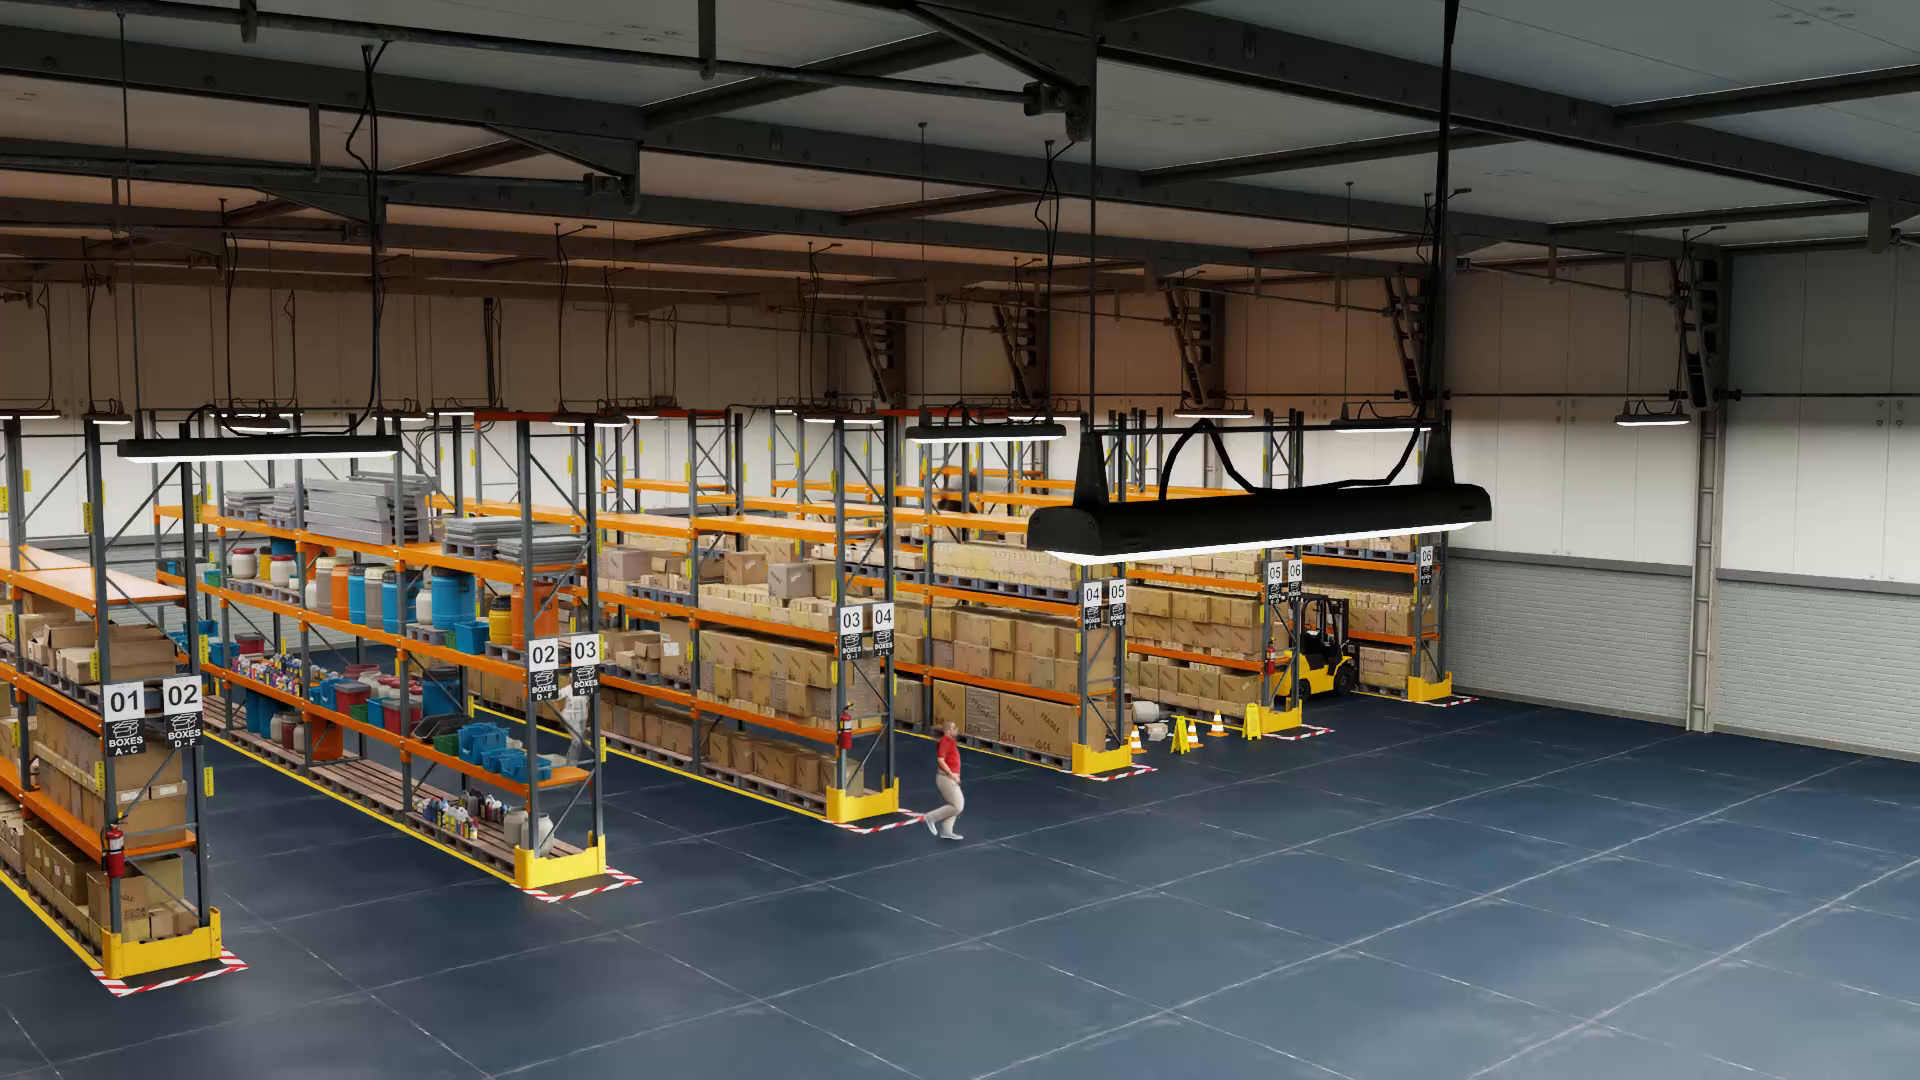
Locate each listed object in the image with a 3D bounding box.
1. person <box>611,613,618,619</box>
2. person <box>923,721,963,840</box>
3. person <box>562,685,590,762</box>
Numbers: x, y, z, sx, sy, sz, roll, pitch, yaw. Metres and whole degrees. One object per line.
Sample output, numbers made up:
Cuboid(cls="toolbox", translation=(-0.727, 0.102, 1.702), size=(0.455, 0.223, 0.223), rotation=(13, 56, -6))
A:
Cuboid(cls="person", translation=(-8.541, 1.514, 41.395), size=(0.505, 0.881, 0.520), rotation=(0, 5, 5))
Cuboid(cls="person", translation=(-0.243, 3.429, 23.627), size=(0.564, 1.710, 0.673), rotation=(0, 5, -4))
Cuboid(cls="person", translation=(-6.469, 3.088, 27.976), size=(0.638, 1.321, 0.453), rotation=(4, 6, 38))
